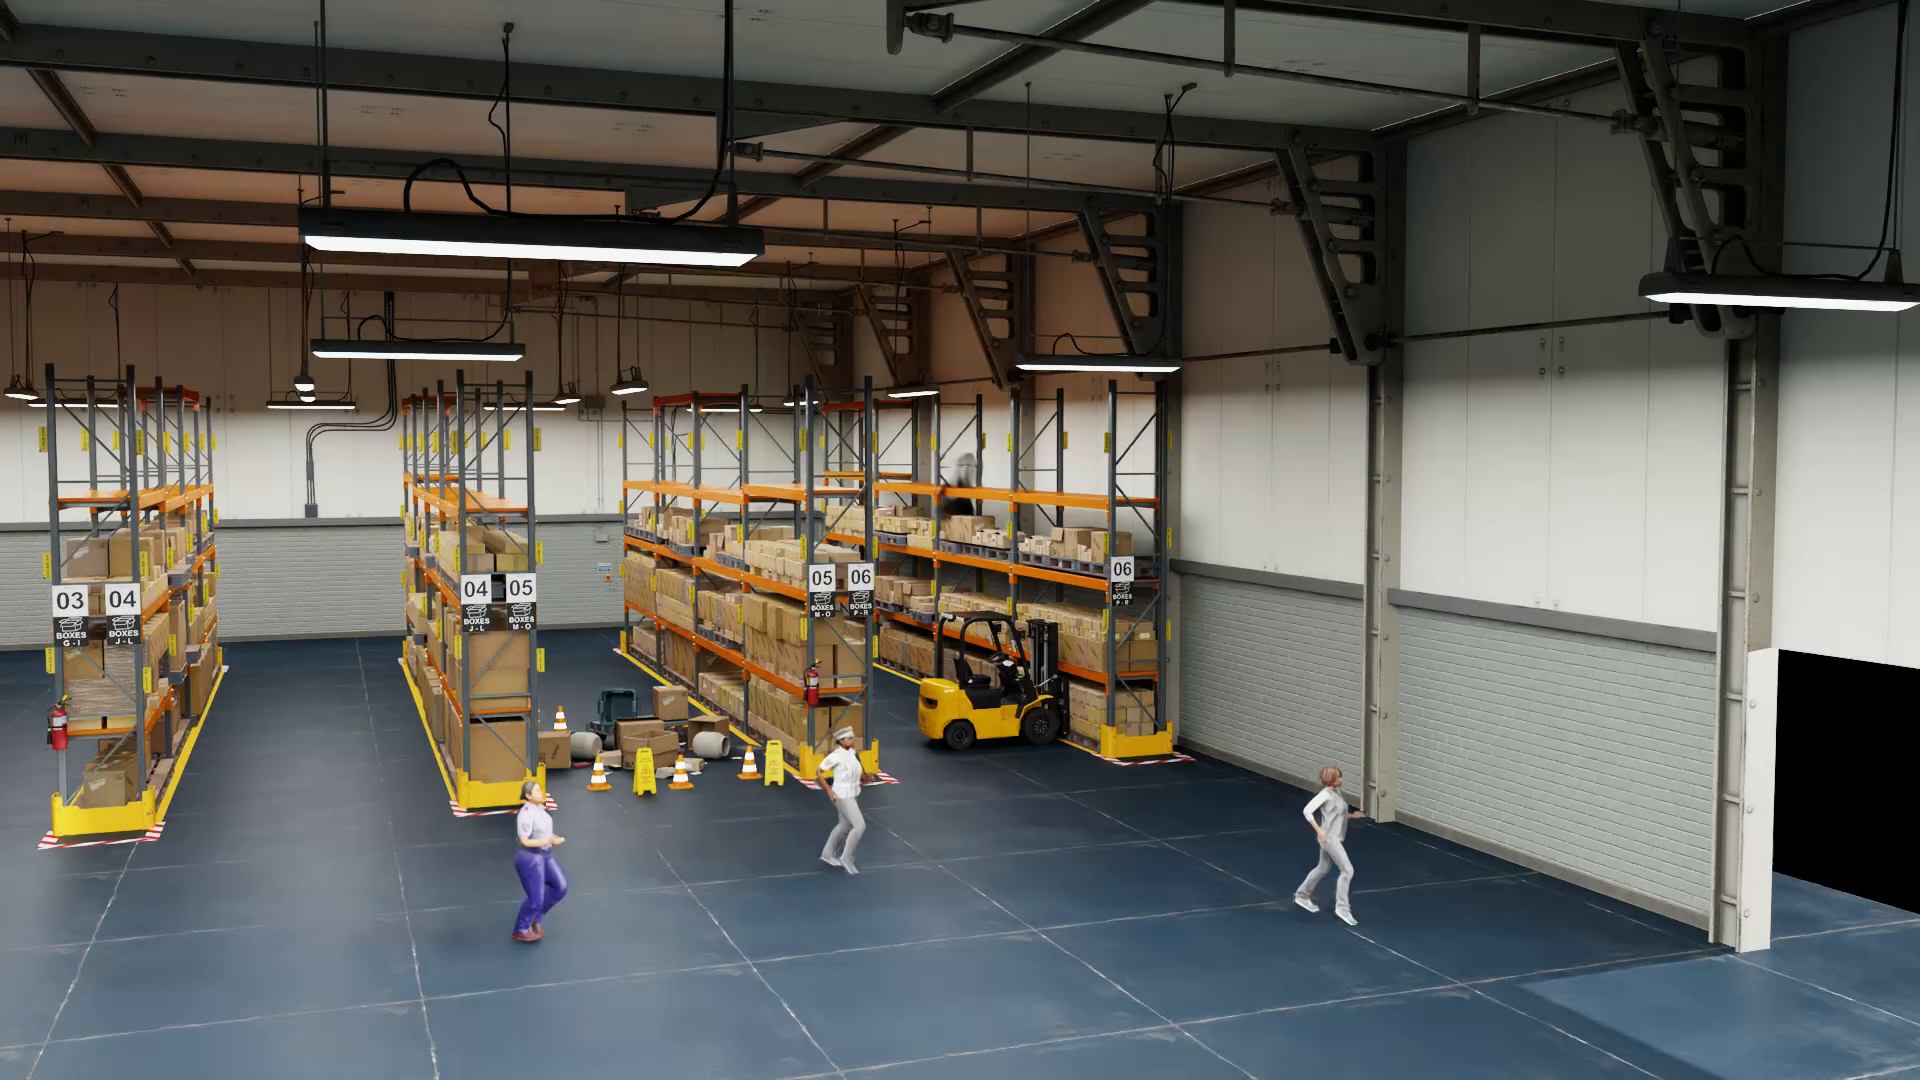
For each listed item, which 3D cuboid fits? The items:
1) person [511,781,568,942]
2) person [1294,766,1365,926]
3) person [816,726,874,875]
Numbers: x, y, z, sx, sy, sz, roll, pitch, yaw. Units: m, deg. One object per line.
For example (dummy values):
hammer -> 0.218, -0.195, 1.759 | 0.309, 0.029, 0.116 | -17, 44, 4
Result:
person -> -4.201, 3.217, 16.663 | 0.590, 1.627, 0.589 | 0, 3, 7
person -> 3.862, 3.293, 17.399 | 0.728, 1.419, 0.507 | 1, 4, 21
person -> -1.320, 3.031, 19.385 | 0.714, 1.735, 0.544 | 1, 4, 20
